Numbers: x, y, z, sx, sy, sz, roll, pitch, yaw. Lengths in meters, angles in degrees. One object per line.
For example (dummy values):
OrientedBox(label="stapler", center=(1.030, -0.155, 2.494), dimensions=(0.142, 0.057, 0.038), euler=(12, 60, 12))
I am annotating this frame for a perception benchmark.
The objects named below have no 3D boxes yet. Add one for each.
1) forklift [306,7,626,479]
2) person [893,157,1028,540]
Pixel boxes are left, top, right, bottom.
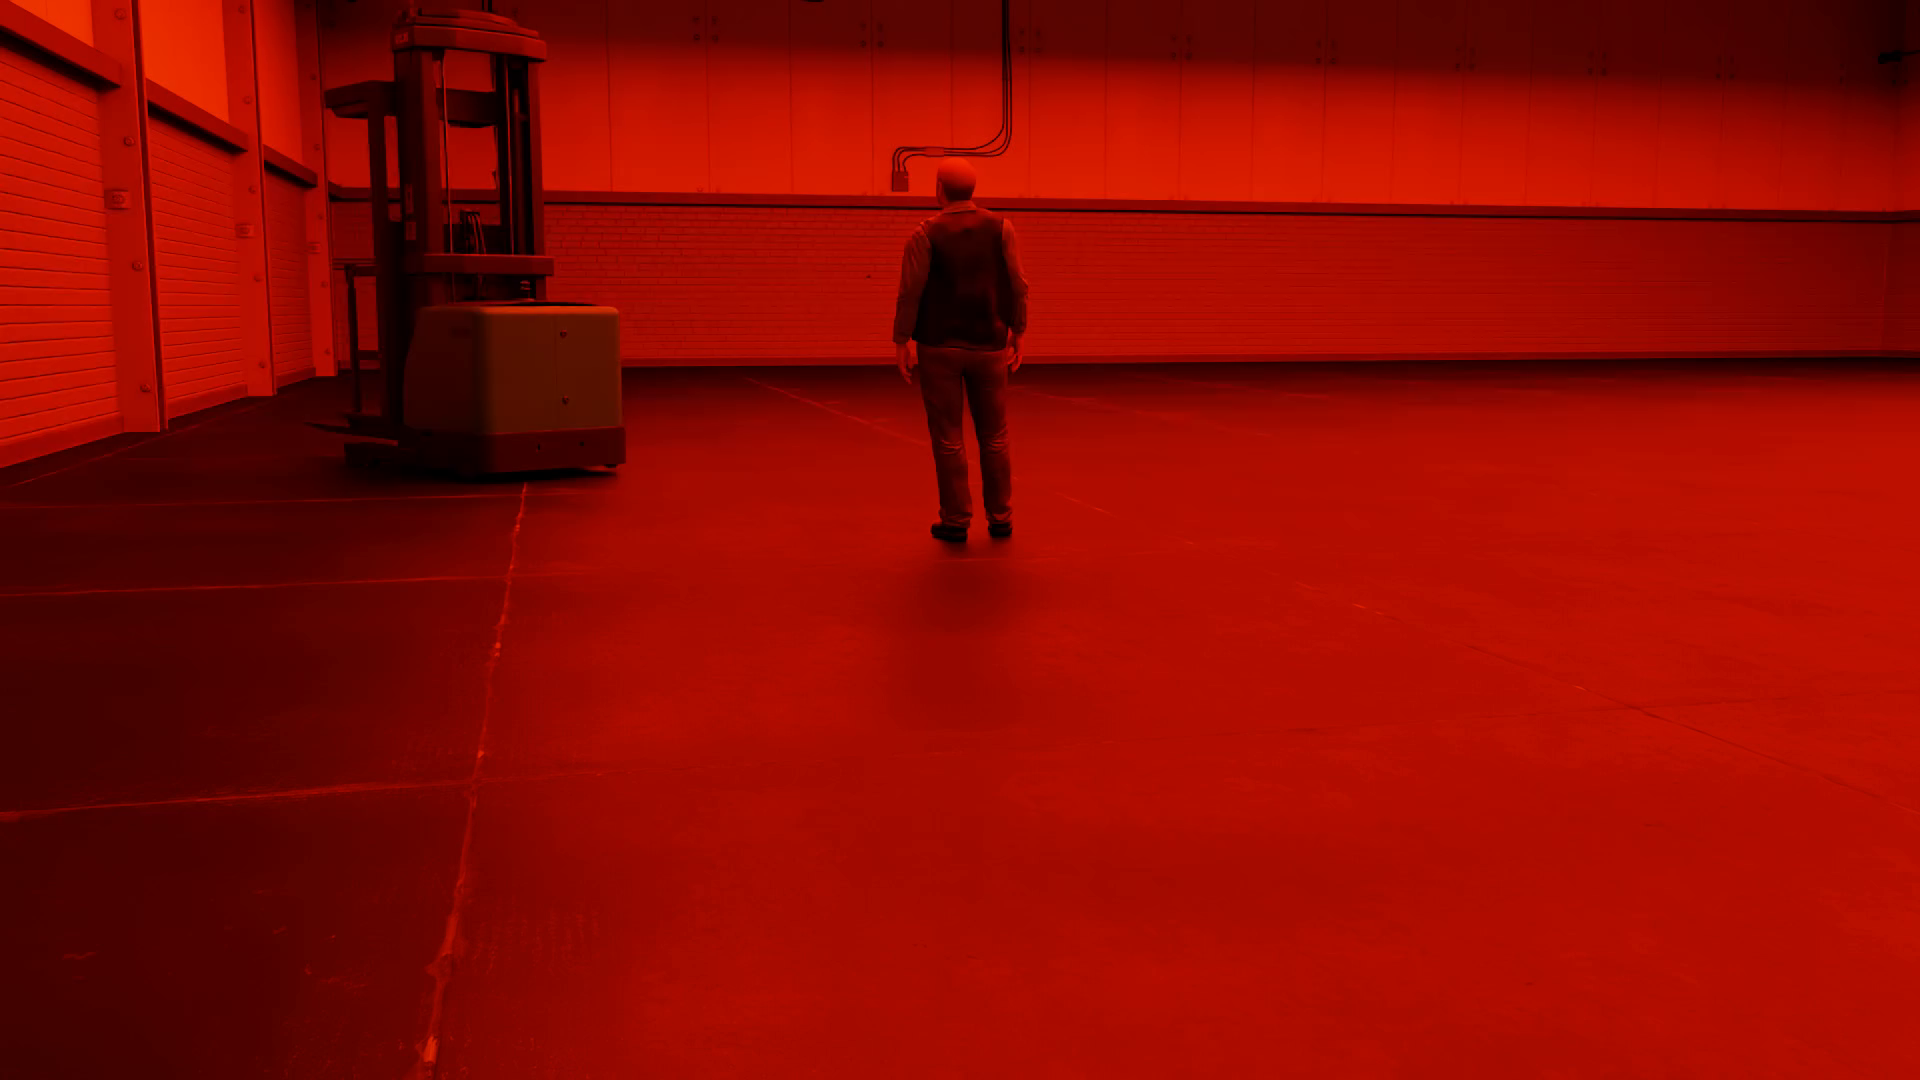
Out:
OrientedBox(label="forklift", center=(-3.541, -1.978, 11.261), dimensions=(1.130, 2.935, 3.031), euler=(-8, 11, -43))
OrientedBox(label="person", center=(-0.007, -0.868, 7.648), dimensions=(0.632, 1.720, 0.568), euler=(-2, 8, -13))
